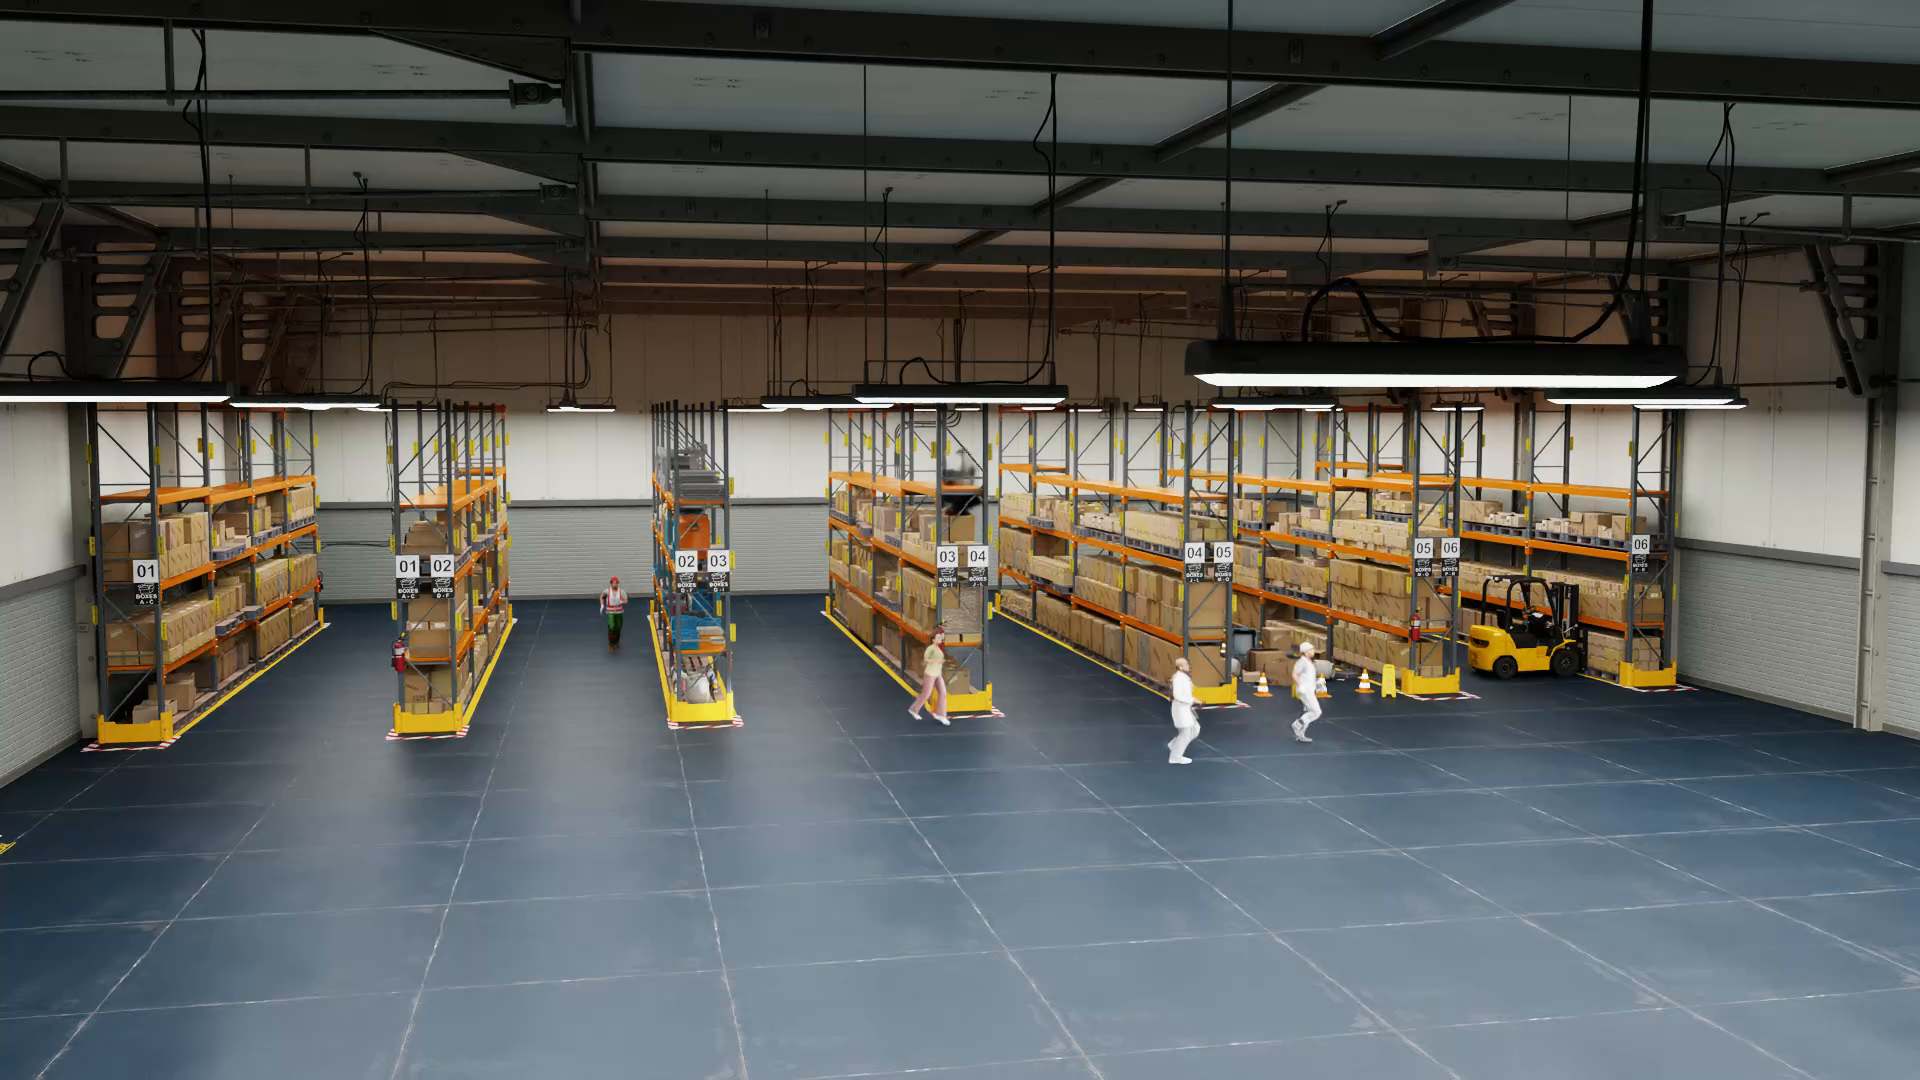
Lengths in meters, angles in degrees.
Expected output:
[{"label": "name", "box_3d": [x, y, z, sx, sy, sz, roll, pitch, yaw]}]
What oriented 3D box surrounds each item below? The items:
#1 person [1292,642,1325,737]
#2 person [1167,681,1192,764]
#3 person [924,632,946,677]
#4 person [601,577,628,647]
[{"label": "person", "box_3d": [6.091, 2.635, 29.046, 0.493, 1.695, 0.692, 2, 5, 24]}, {"label": "person", "box_3d": [3.607, 2.958, 27.315, 0.420, 1.406, 0.196, 1, 4, 15]}, {"label": "person", "box_3d": [-0.462, 2.117, 30.900, 0.519, 0.828, 0.585, 3, 5, 30]}, {"label": "person", "box_3d": [-8.325, 1.718, 40.133, 0.600, 1.672, 0.672, -2, 5, -20]}]
